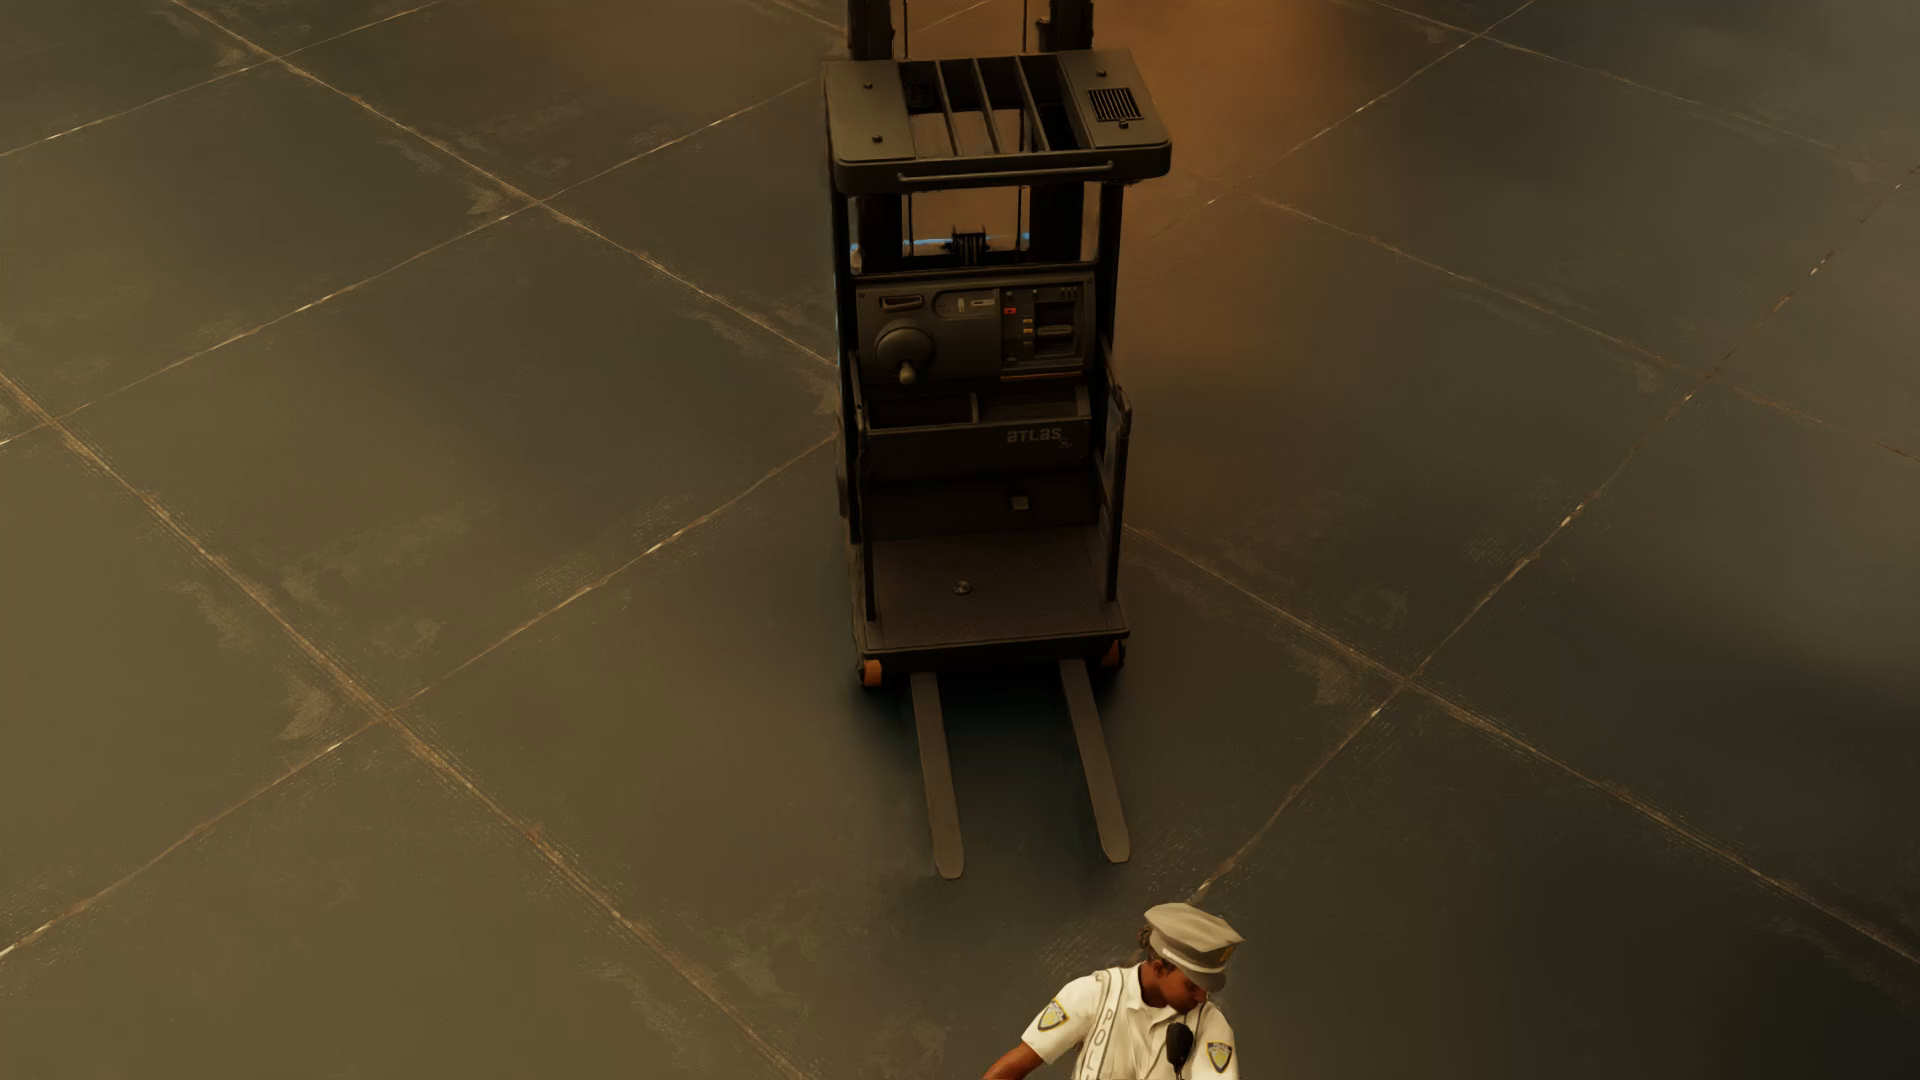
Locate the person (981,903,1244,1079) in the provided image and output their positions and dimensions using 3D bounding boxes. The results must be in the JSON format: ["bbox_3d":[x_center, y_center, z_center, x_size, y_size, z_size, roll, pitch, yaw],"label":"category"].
[{"bbox_3d":[0.350,1.707,4.531,0.926,1.488,0.767,-4,41,-5],"label":"person"}]

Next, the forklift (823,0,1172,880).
[{"bbox_3d":[0.094,-0.737,6.288,1.130,2.935,3.031,-5,41,-5],"label":"forklift"}]
